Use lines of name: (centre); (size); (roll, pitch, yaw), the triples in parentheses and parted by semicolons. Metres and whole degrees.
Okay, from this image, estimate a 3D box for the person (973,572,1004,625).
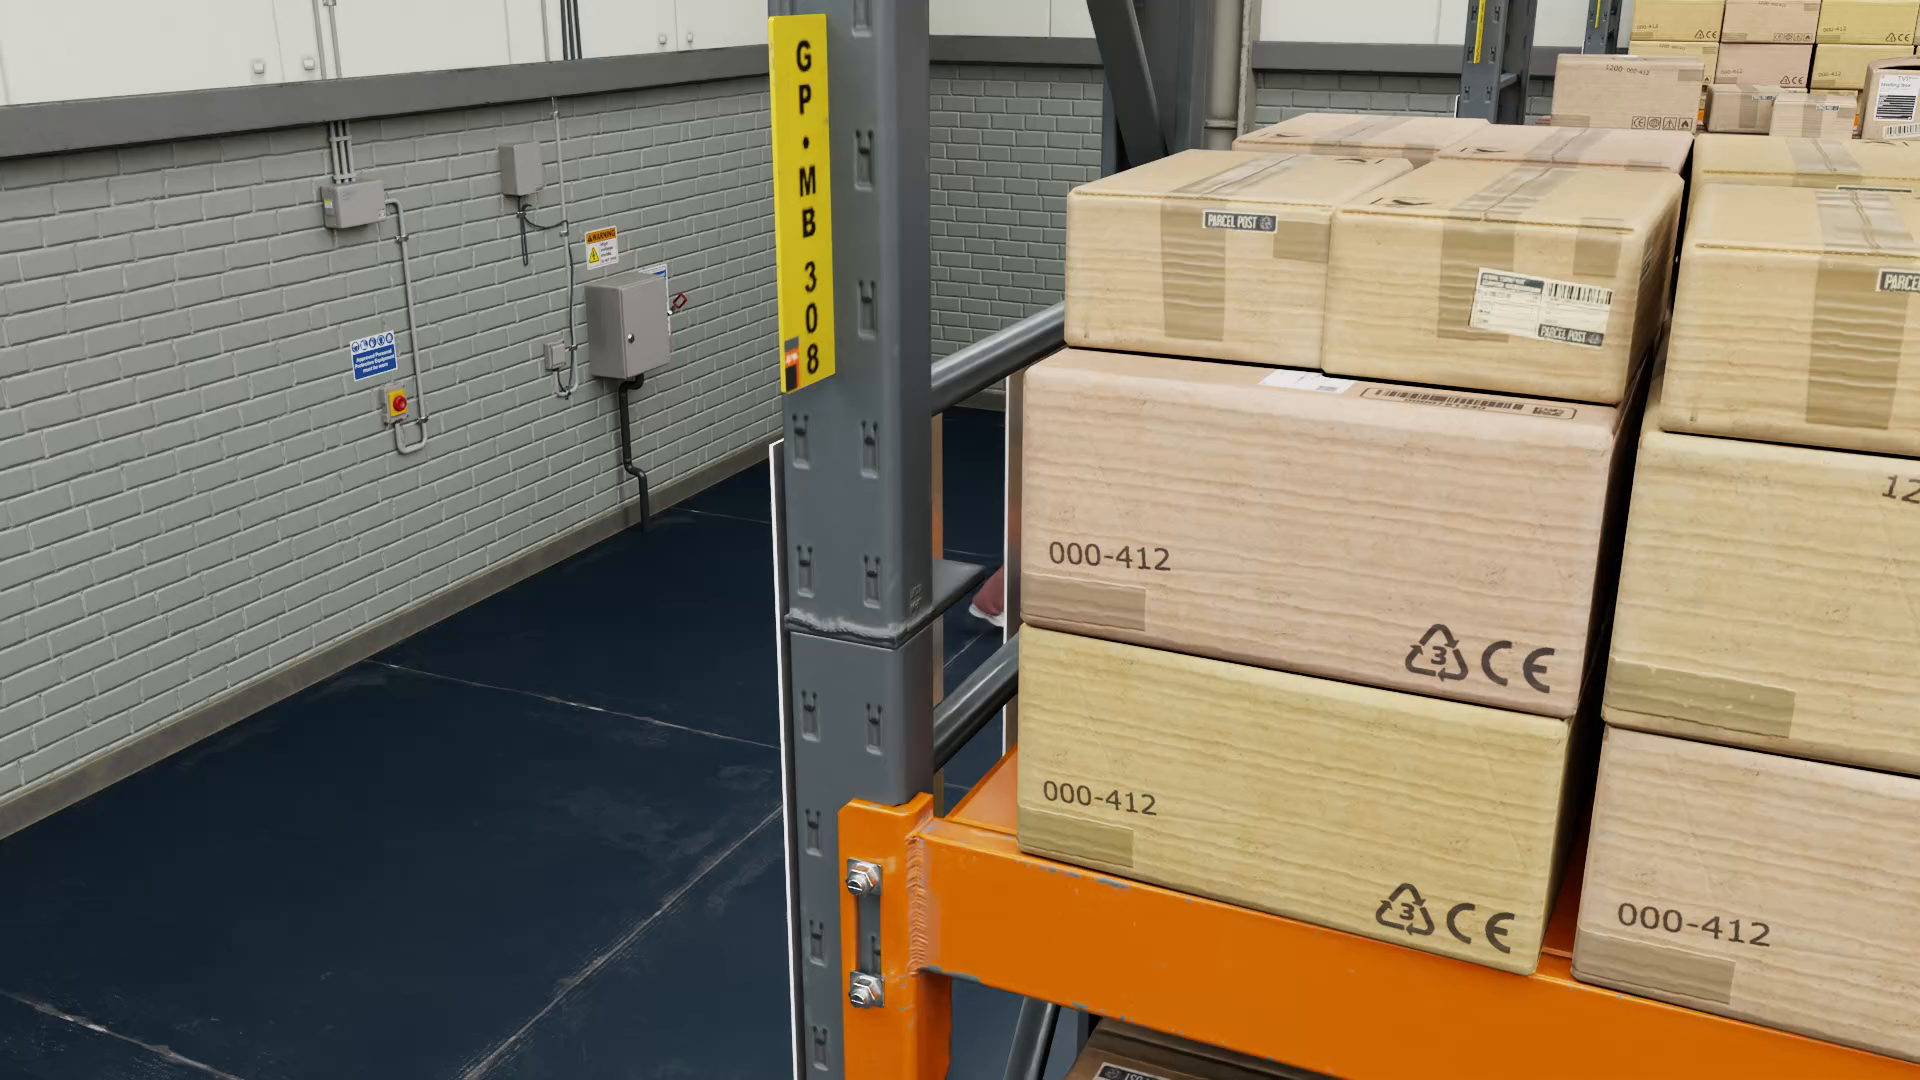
person: (0.565, -0.202, 9.177); (1.030, 1.624, 0.460); (7, 20, 18)
